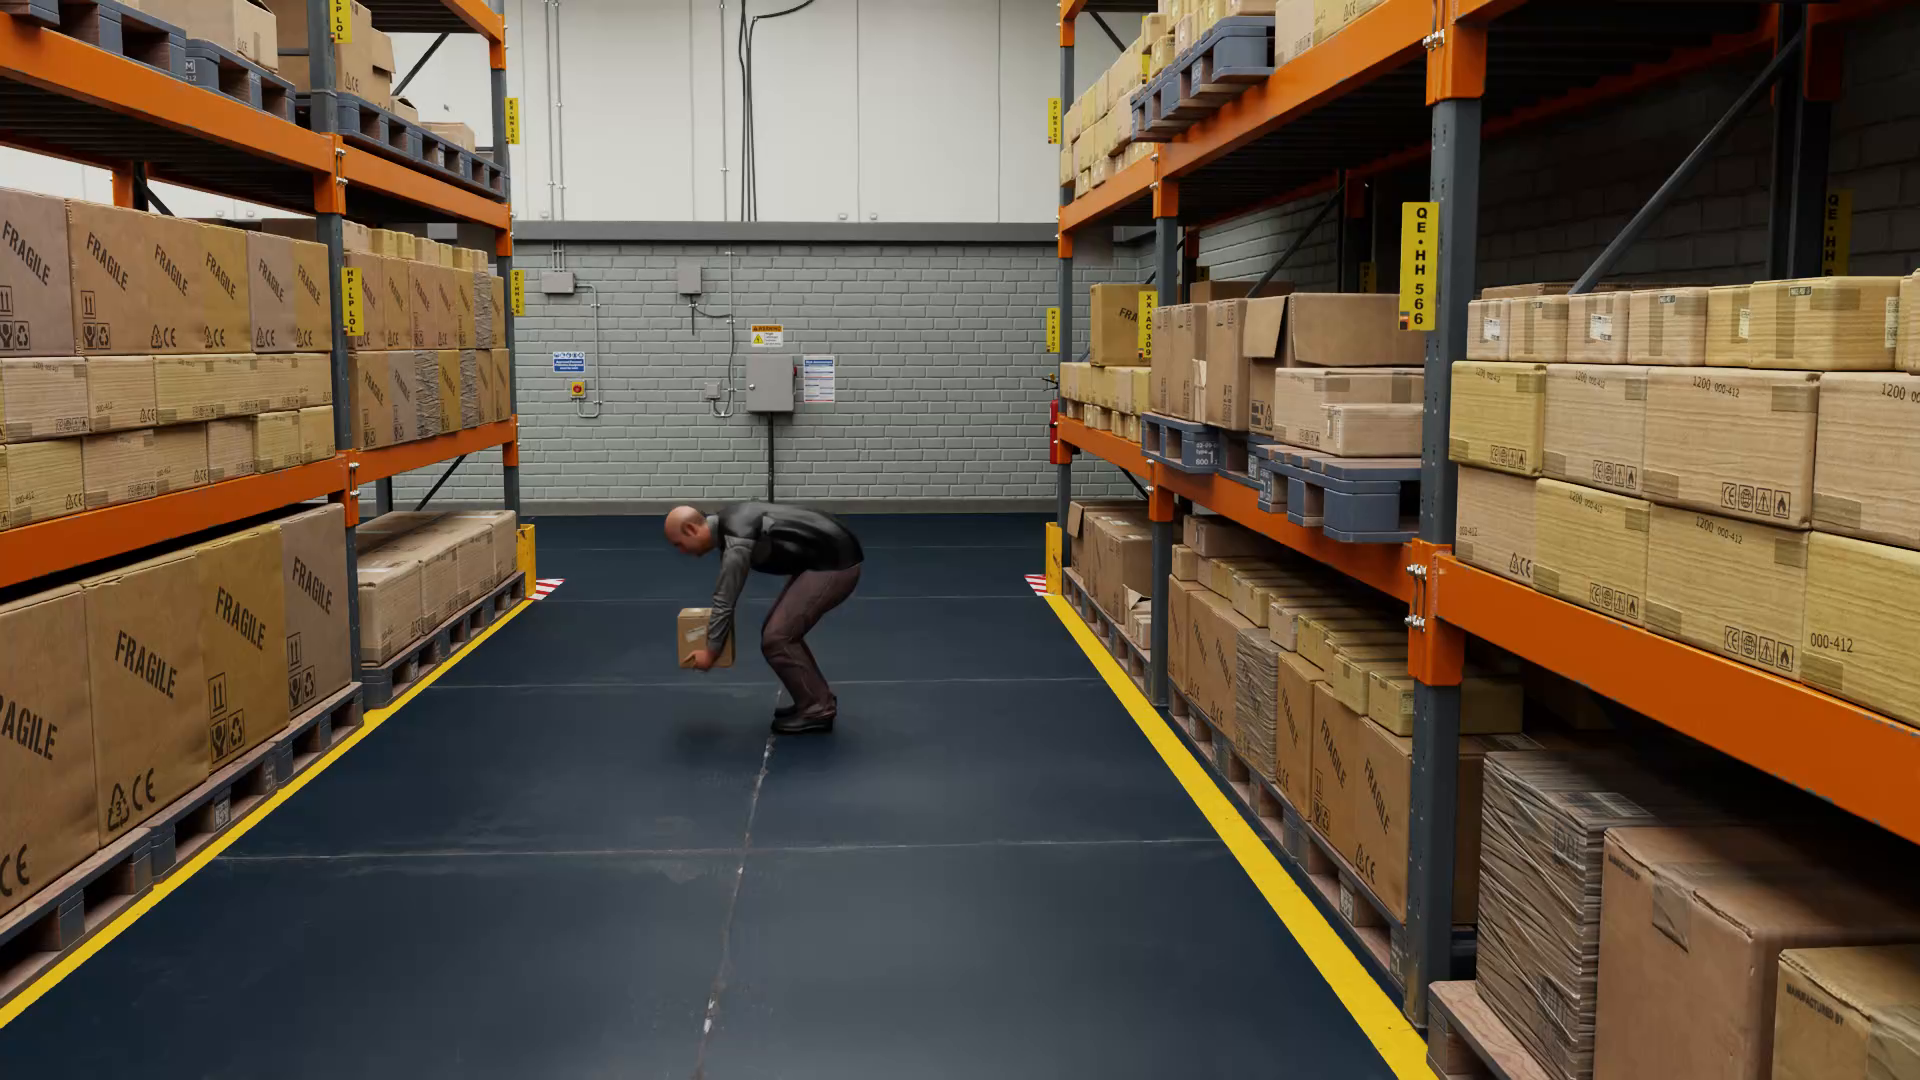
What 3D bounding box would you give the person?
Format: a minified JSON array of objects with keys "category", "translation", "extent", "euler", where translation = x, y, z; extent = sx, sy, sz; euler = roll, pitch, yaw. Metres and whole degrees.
[{"category":"person","translation":[-0.934,0.359,7.994],"extent":[0.948,1.093,0.499],"euler":[-1,7,-6]}]
